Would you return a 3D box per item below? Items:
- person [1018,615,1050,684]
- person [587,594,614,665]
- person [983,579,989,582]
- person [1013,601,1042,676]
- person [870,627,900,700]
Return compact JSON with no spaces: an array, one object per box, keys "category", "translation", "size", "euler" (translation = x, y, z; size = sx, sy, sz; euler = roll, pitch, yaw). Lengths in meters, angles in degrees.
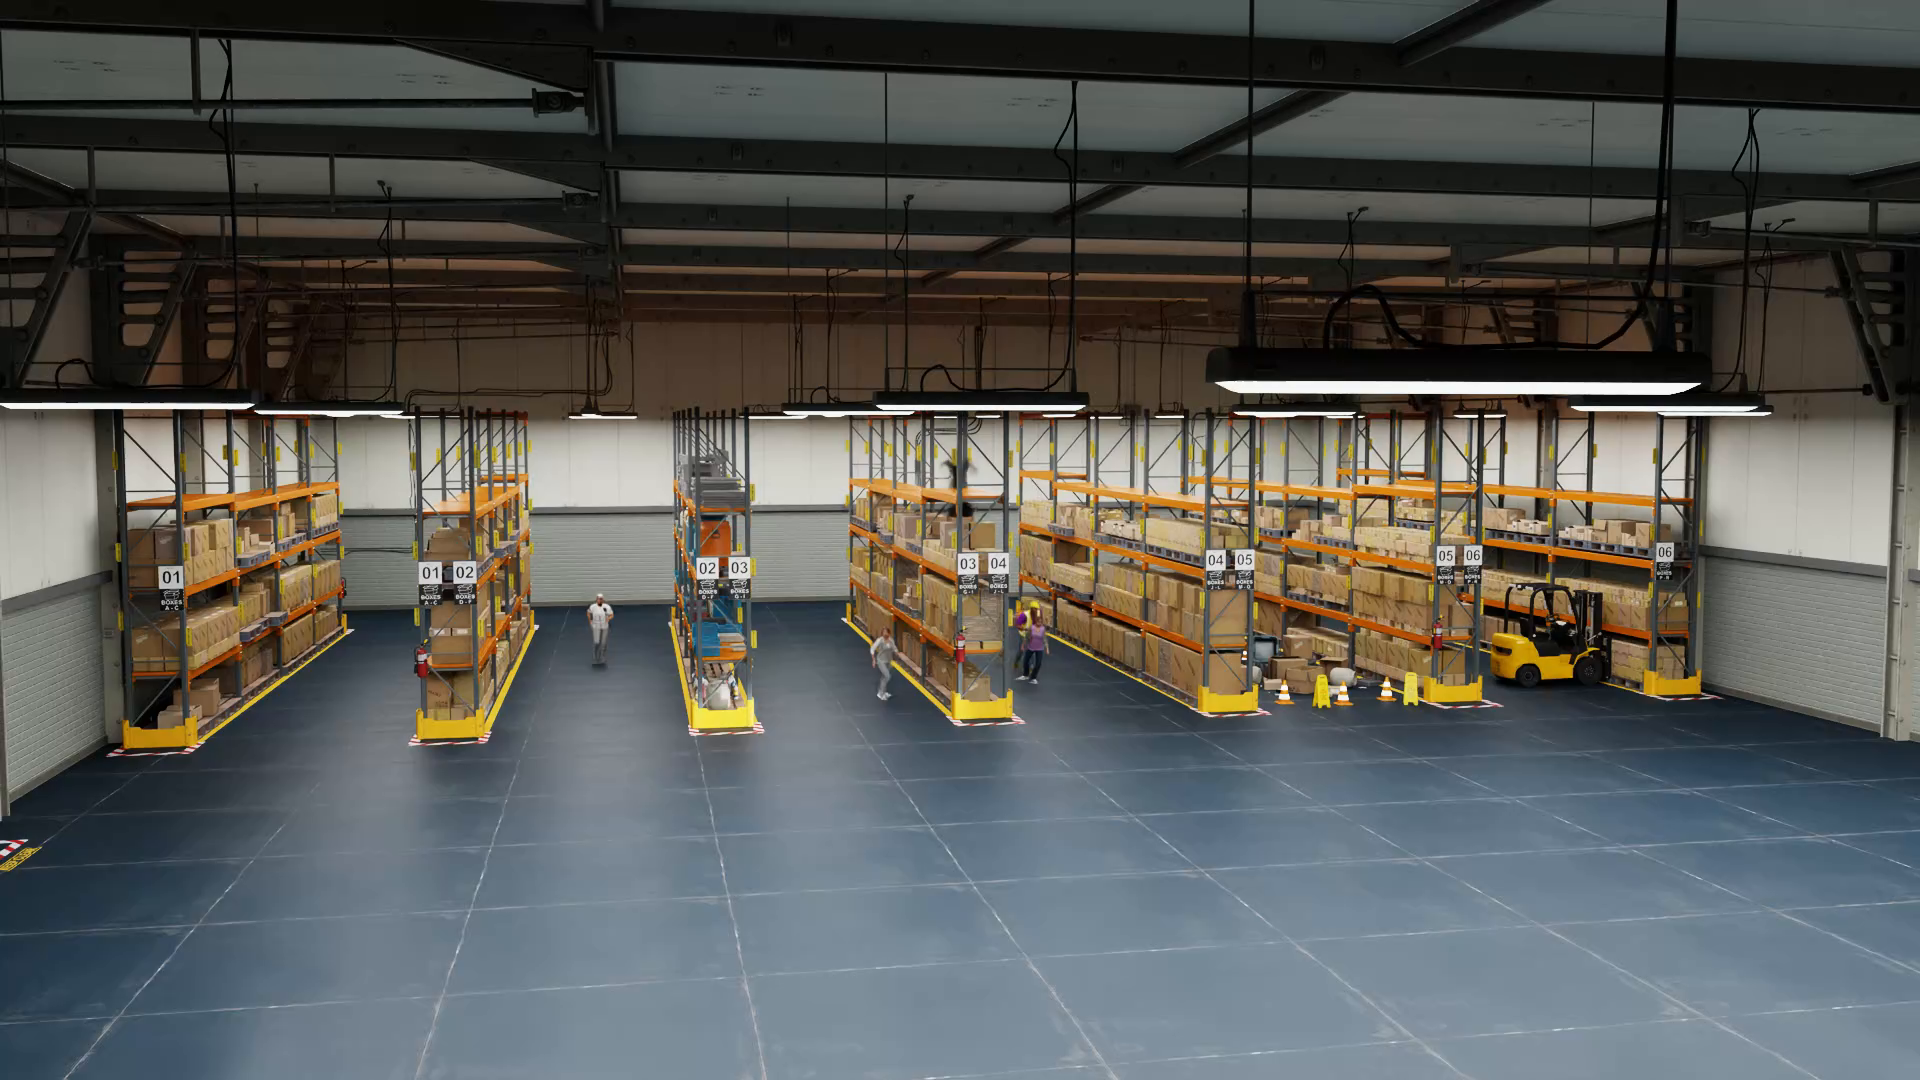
[{"category":"person","translation":[1.613,2.384,36.297],"size":[0.672,1.510,0.593],"euler":[0,4,1]},{"category":"person","translation":[-8.478,2.116,39.242],"size":[0.592,1.702,0.648],"euler":[-1,4,-14]},{"category":"person","translation":[0.770,1.355,49.393],"size":[0.636,1.710,0.688],"euler":[1,4,9]},{"category":"person","translation":[1.524,2.216,37.837],"size":[0.749,1.721,1.029],"euler":[-2,5,-30]},{"category":"person","translation":[-1.517,2.551,34.331],"size":[0.757,1.542,0.552],"euler":[3,5,40]}]
